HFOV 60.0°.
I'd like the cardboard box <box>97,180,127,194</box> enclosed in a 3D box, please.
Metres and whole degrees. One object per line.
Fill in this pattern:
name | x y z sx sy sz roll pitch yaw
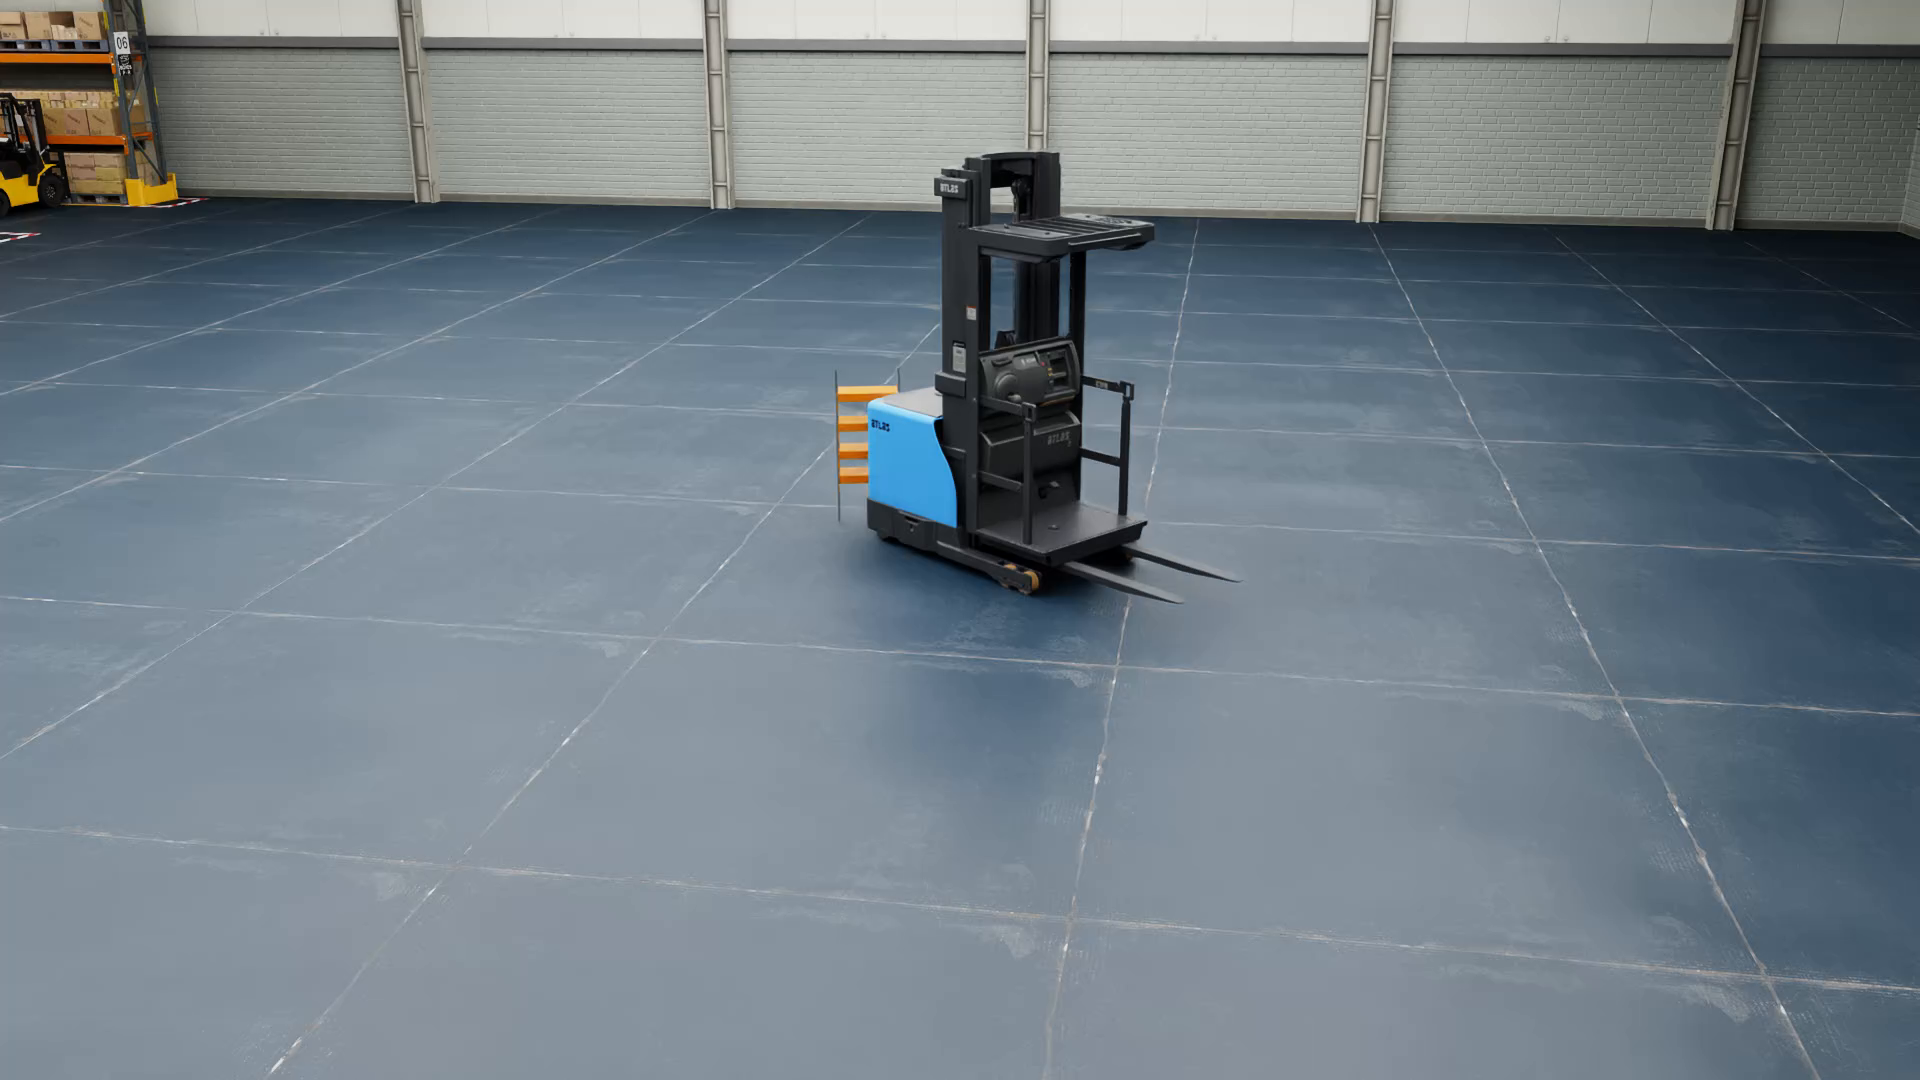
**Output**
cardboard box | -16.338 -6.868 32.267 0.500 0.250 0.500 3 19 9

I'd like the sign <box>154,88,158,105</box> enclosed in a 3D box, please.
sign | -15.730 -8.670 32.491 0.005 0.325 0.100 3 19 9

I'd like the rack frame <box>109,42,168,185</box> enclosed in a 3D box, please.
rack frame | -15.824 -8.048 32.122 0.127 3.000 1.000 3 19 9

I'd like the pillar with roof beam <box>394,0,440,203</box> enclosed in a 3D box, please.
pillar with roof beam | -11.127 -9.560 27.186 0.400 9.000 9.100 3 19 9

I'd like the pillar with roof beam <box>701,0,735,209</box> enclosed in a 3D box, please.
pillar with roof beam | -5.203 -9.258 26.283 0.400 9.000 9.100 3 19 9

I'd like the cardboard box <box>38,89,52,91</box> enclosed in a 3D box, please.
cardboard box | -17.906 -8.727 32.503 0.250 0.149 0.380 3 19 10

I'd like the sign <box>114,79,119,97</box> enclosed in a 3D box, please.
sign | -15.924 -8.541 31.395 0.005 0.325 0.100 3 19 9

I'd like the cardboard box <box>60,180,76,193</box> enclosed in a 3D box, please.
cardboard box | -17.320 -6.924 32.434 0.500 0.250 0.500 3 19 9

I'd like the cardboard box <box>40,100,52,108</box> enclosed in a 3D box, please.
cardboard box | -17.481 -8.390 31.963 0.250 0.149 0.380 3 19 9

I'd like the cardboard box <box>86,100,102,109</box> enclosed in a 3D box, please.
cardboard box | -16.468 -8.337 31.804 0.250 0.149 0.380 3 19 10

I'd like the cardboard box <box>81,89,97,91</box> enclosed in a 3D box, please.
cardboard box | -16.879 -8.678 32.355 0.250 0.149 0.380 3 19 9

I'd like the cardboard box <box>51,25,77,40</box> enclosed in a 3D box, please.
cardboard box | -16.940 -9.613 31.464 0.258 0.266 0.396 3 19 9

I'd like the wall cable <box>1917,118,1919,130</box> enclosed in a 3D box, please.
wall cable | 15.951 -7.666 26.418 0.112 2.526 3.097 3 19 9

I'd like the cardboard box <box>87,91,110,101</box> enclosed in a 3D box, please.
cardboard box | -16.459 -8.499 31.821 0.250 0.149 0.380 3 19 9

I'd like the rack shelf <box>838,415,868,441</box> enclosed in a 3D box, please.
rack shelf | -0.720 -0.887 13.062 0.480 0.148 0.258 -1 19 -4

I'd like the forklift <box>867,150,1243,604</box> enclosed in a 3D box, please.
forklift | 0.652 -1.190 11.733 1.130 2.935 3.031 -16 25 -40

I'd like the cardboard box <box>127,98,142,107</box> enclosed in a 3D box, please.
cardboard box | -16.118 -8.502 32.297 0.250 0.149 0.380 2 19 7

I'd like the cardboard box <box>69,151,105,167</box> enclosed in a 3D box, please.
cardboard box | -16.833 -7.367 32.182 0.500 0.250 0.500 3 19 10

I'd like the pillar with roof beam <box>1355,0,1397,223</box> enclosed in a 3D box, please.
pillar with roof beam | 6.645 -8.654 24.478 0.400 9.000 9.100 3 19 9

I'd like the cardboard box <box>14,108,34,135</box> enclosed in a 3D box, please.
cardboard box | -17.866 -8.115 32.163 0.500 0.500 0.500 3 19 9

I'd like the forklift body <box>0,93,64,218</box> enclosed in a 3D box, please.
forklift body | -17.985 -7.170 30.834 1.214 2.155 2.313 3 19 9

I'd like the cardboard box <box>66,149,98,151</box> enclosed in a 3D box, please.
cardboard box | -17.254 -7.554 32.740 0.500 0.250 0.500 3 19 8

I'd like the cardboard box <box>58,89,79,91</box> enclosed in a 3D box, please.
cardboard box | -17.387 -8.728 32.503 0.250 0.149 0.380 2 19 7

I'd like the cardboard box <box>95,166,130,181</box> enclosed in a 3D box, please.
cardboard box | -16.354 -7.107 32.193 0.500 0.250 0.500 3 19 8

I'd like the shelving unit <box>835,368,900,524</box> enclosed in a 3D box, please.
shelving unit | -0.720 -0.739 13.112 0.503 1.200 0.258 -1 19 -4

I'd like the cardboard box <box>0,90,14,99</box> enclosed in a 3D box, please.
cardboard box | -18.481 -8.592 32.099 0.250 0.149 0.380 3 19 8

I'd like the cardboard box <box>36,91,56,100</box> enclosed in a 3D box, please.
cardboard box | -17.487 -8.529 31.911 0.250 0.149 0.380 3 19 10

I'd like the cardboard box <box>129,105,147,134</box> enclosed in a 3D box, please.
cardboard box | -16.269 -8.208 32.441 0.500 0.500 0.500 4 19 10

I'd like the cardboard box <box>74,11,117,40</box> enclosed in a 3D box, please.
cardboard box | -16.299 -9.711 31.386 0.500 0.500 0.500 4 19 10

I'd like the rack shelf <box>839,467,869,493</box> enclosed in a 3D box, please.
rack shelf | -0.720 -0.487 13.196 0.480 0.148 0.258 -1 19 -4

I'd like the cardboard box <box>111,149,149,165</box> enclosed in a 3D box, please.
cardboard box | -16.268 -7.501 32.583 0.500 0.250 0.500 3 19 8

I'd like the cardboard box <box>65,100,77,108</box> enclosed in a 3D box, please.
cardboard box | -16.957 -8.385 31.948 0.250 0.149 0.380 3 19 8

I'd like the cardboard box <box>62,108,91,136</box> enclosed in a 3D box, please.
cardboard box | -16.862 -8.067 32.021 0.500 0.500 0.500 4 19 10

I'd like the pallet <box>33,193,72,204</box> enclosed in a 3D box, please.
pallet | -17.787 -6.814 32.826 1.213 0.211 1.003 3 19 9

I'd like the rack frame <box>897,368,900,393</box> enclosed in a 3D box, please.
rack frame | -0.476 -0.744 13.128 0.015 1.200 0.240 -1 19 -4

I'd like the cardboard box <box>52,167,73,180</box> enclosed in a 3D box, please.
cardboard box | -17.360 -7.155 32.337 0.500 0.250 0.500 2 19 7

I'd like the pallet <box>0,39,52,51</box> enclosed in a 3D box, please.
pallet | -17.726 -9.533 31.972 1.213 0.211 1.003 3 19 9

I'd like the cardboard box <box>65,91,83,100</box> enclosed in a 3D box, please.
cardboard box | -16.956 -8.540 31.942 0.250 0.149 0.380 3 19 9

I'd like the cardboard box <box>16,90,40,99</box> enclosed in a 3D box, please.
cardboard box | -17.972 -8.590 32.092 0.250 0.149 0.380 3 19 9

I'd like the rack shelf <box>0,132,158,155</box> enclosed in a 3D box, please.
rack shelf | -17.798 -7.808 32.537 4.000 0.370 1.077 3 19 9

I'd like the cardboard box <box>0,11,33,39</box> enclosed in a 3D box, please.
cardboard box | -17.866 -9.837 31.757 0.637 0.503 0.797 4 19 10
